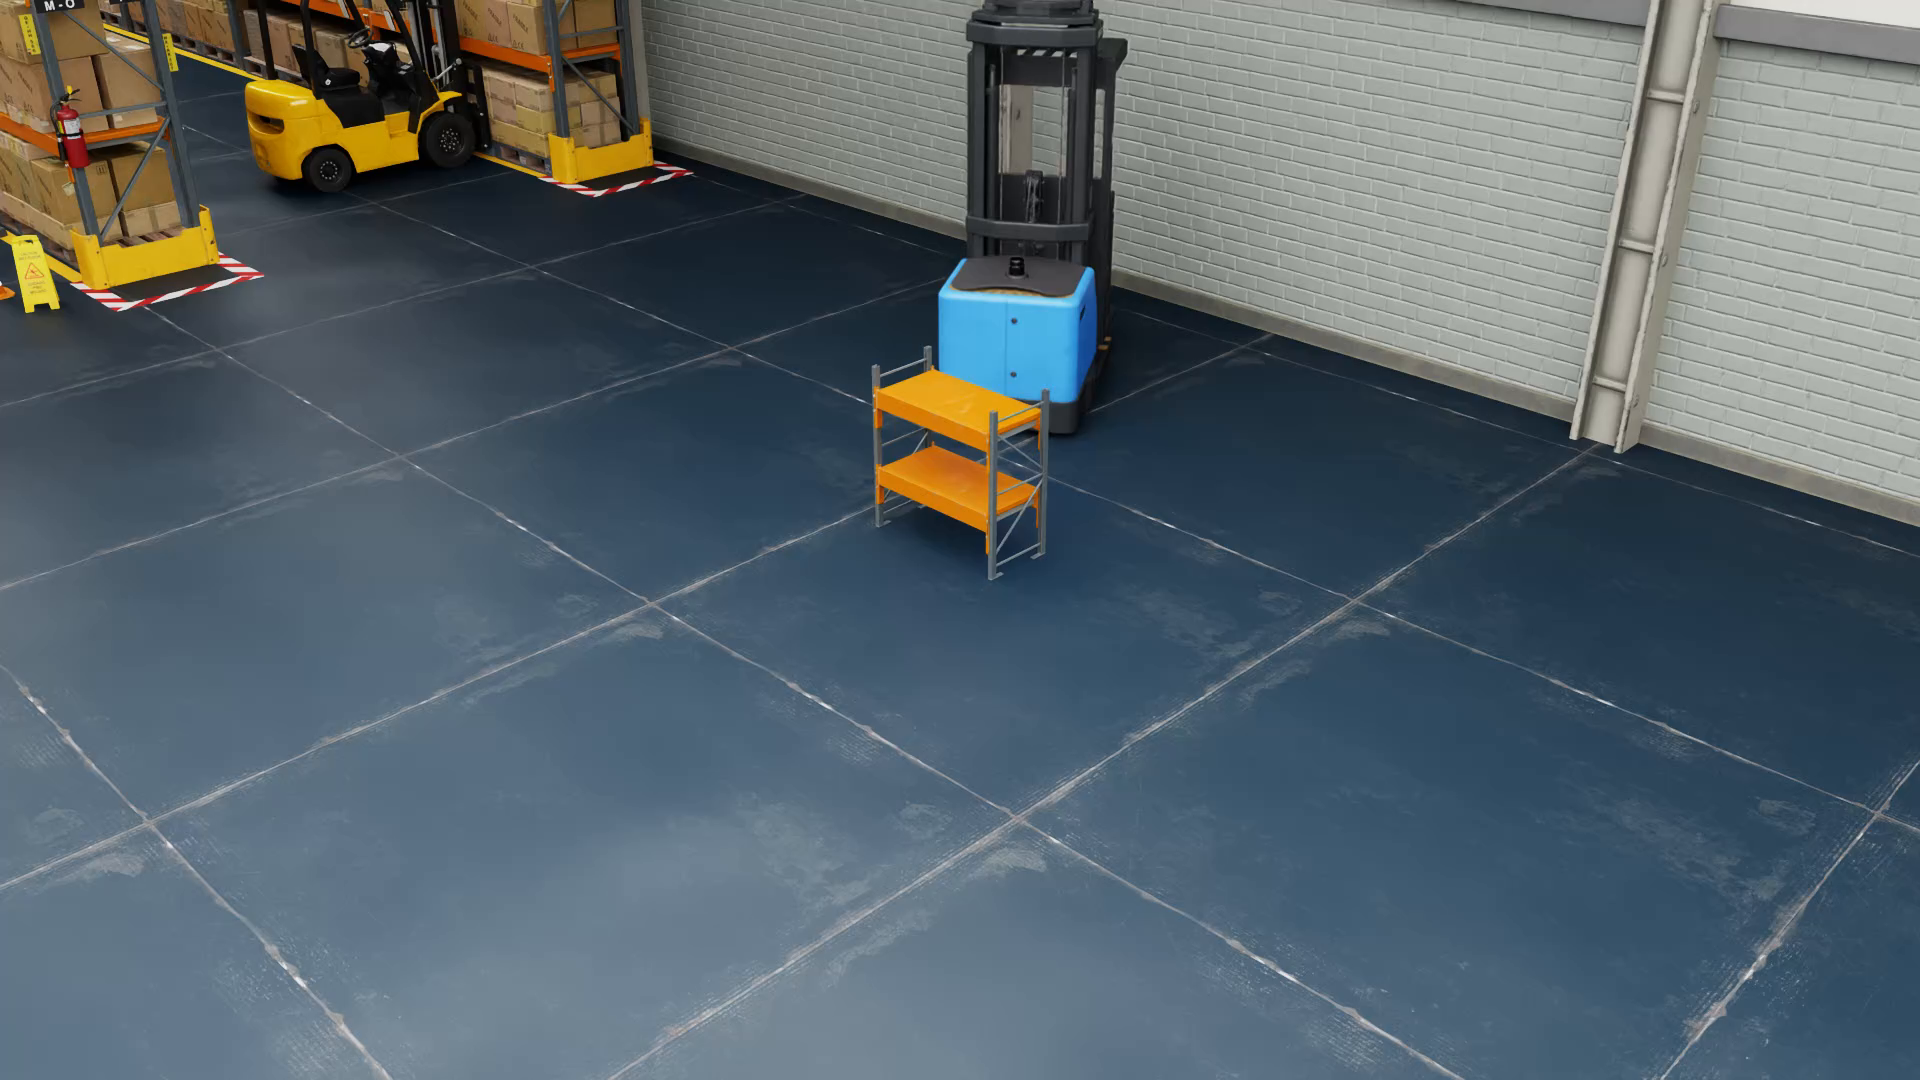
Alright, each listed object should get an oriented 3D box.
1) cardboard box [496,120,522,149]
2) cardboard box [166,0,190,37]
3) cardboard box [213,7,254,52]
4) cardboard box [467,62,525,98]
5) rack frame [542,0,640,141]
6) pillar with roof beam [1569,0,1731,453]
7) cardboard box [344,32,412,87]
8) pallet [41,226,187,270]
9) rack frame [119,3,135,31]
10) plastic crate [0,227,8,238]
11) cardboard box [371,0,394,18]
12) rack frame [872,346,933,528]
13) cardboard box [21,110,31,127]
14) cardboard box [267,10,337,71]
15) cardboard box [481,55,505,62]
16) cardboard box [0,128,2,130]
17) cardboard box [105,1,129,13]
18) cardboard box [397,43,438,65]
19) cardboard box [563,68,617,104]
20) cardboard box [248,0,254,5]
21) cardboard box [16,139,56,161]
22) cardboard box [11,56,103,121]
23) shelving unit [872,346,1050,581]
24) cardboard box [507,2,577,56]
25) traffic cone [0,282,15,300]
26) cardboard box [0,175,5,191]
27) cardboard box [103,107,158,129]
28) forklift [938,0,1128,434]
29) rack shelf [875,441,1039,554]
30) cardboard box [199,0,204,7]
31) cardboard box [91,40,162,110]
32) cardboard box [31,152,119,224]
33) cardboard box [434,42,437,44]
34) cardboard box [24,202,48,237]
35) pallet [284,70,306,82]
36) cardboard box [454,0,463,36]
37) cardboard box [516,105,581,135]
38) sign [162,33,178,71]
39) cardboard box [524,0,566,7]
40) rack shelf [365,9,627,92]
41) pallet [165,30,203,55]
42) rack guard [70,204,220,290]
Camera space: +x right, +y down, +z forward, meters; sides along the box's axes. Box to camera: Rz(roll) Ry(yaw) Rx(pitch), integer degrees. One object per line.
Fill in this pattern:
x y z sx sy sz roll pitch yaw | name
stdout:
-4.894 -4.633 18.835 0.500 0.250 0.500 25 36 38 | cardboard box
-11.254 -7.707 24.412 0.500 0.500 0.500 23 35 37 | cardboard box
-10.146 -7.207 23.461 0.500 0.500 0.500 -24 36 -38 | cardboard box
-5.271 -5.235 18.905 0.500 0.250 0.500 -25 37 -39 | cardboard box
-3.989 -5.451 17.886 0.127 3.000 1.000 25 36 38 | rack frame
1.685 -3.288 7.327 0.400 9.000 9.100 25 36 38 | pillar with roof beam
-7.222 -6.057 21.140 0.875 0.625 0.625 -23 36 -37 | cardboard box
-8.075 -2.869 15.974 1.213 0.211 1.003 25 36 38 | pallet
-12.546 -9.366 25.333 0.127 3.000 1.000 25 36 38 | rack frame
-9.774 -3.031 16.421 0.583 0.080 0.402 12 30 22 | plastic crate
-6.708 -6.569 19.905 0.500 0.500 0.500 23 36 37 | cardboard box
-0.367 -0.666 10.801 0.032 1.125 0.500 25 36 38 | rack frame
-8.310 -3.879 15.166 0.250 0.149 0.380 24 36 38 | cardboard box
-8.787 -6.777 22.509 0.875 0.625 0.625 -24 36 -38 | cardboard box
-5.268 -5.580 19.561 0.500 0.250 0.500 24 36 37 | cardboard box
-9.479 -4.098 16.315 0.380 0.149 0.250 -23 35 -36 | cardboard box
-13.149 -8.374 26.059 0.250 0.149 0.380 23 36 37 | cardboard box
-6.359 -5.735 19.856 0.500 0.250 0.500 25 36 38 | cardboard box
-4.199 -5.082 18.613 0.500 0.250 0.500 24 36 38 | cardboard box
-10.018 -7.797 23.886 0.380 0.149 0.250 -24 36 -38 | cardboard box
-8.530 -3.662 15.486 0.380 0.149 0.250 -24 36 -38 | cardboard box
-8.047 -4.064 14.821 0.500 0.500 0.500 24 36 38 | cardboard box
-0.005 -0.500 10.486 1.048 1.125 0.538 25 36 38 | shelving unit
-4.524 -5.568 18.003 0.500 0.500 0.500 24 36 37 | cardboard box
-8.678 -2.391 14.794 0.334 0.463 0.336 25 36 38 | traffic cone
-9.329 -3.785 16.417 0.500 0.500 0.500 -23 35 -37 | cardboard box
-7.564 -3.870 15.151 0.250 0.149 0.380 25 37 39 | cardboard box
0.648 -2.735 12.795 1.130 2.935 3.031 6 28 11 | forklift
-0.005 -0.284 10.600 1.000 0.278 0.538 25 36 38 | rack shelf
-10.597 -7.684 23.671 0.250 0.149 0.380 23 36 37 | cardboard box
-7.610 -4.225 15.128 0.500 0.500 0.500 24 36 38 | cardboard box
-8.221 -3.278 15.451 0.500 0.500 0.500 25 37 39 | cardboard box
-6.355 -6.071 20.495 0.500 0.250 0.500 -24 36 -38 | cardboard box
-8.596 -3.117 15.952 0.500 0.250 0.500 25 37 39 | cardboard box
-8.269 -6.147 22.207 1.213 0.211 1.003 25 36 38 | pallet
-5.620 -6.068 18.953 0.500 0.500 0.500 25 37 39 | cardboard box
-4.556 -4.696 18.417 0.500 0.250 0.500 24 36 38 | cardboard box
-7.086 -4.365 14.892 0.005 0.325 0.100 25 36 38 | sign
-4.433 -5.802 17.750 0.380 0.149 0.250 -25 36 -38 | cardboard box
-5.415 -5.785 19.295 4.000 0.370 1.077 25 36 38 | rack shelf
-11.066 -7.481 24.744 1.213 0.211 1.003 25 36 38 | pallet
-7.521 -2.720 15.380 0.348 0.500 1.175 25 36 38 | rack guard
